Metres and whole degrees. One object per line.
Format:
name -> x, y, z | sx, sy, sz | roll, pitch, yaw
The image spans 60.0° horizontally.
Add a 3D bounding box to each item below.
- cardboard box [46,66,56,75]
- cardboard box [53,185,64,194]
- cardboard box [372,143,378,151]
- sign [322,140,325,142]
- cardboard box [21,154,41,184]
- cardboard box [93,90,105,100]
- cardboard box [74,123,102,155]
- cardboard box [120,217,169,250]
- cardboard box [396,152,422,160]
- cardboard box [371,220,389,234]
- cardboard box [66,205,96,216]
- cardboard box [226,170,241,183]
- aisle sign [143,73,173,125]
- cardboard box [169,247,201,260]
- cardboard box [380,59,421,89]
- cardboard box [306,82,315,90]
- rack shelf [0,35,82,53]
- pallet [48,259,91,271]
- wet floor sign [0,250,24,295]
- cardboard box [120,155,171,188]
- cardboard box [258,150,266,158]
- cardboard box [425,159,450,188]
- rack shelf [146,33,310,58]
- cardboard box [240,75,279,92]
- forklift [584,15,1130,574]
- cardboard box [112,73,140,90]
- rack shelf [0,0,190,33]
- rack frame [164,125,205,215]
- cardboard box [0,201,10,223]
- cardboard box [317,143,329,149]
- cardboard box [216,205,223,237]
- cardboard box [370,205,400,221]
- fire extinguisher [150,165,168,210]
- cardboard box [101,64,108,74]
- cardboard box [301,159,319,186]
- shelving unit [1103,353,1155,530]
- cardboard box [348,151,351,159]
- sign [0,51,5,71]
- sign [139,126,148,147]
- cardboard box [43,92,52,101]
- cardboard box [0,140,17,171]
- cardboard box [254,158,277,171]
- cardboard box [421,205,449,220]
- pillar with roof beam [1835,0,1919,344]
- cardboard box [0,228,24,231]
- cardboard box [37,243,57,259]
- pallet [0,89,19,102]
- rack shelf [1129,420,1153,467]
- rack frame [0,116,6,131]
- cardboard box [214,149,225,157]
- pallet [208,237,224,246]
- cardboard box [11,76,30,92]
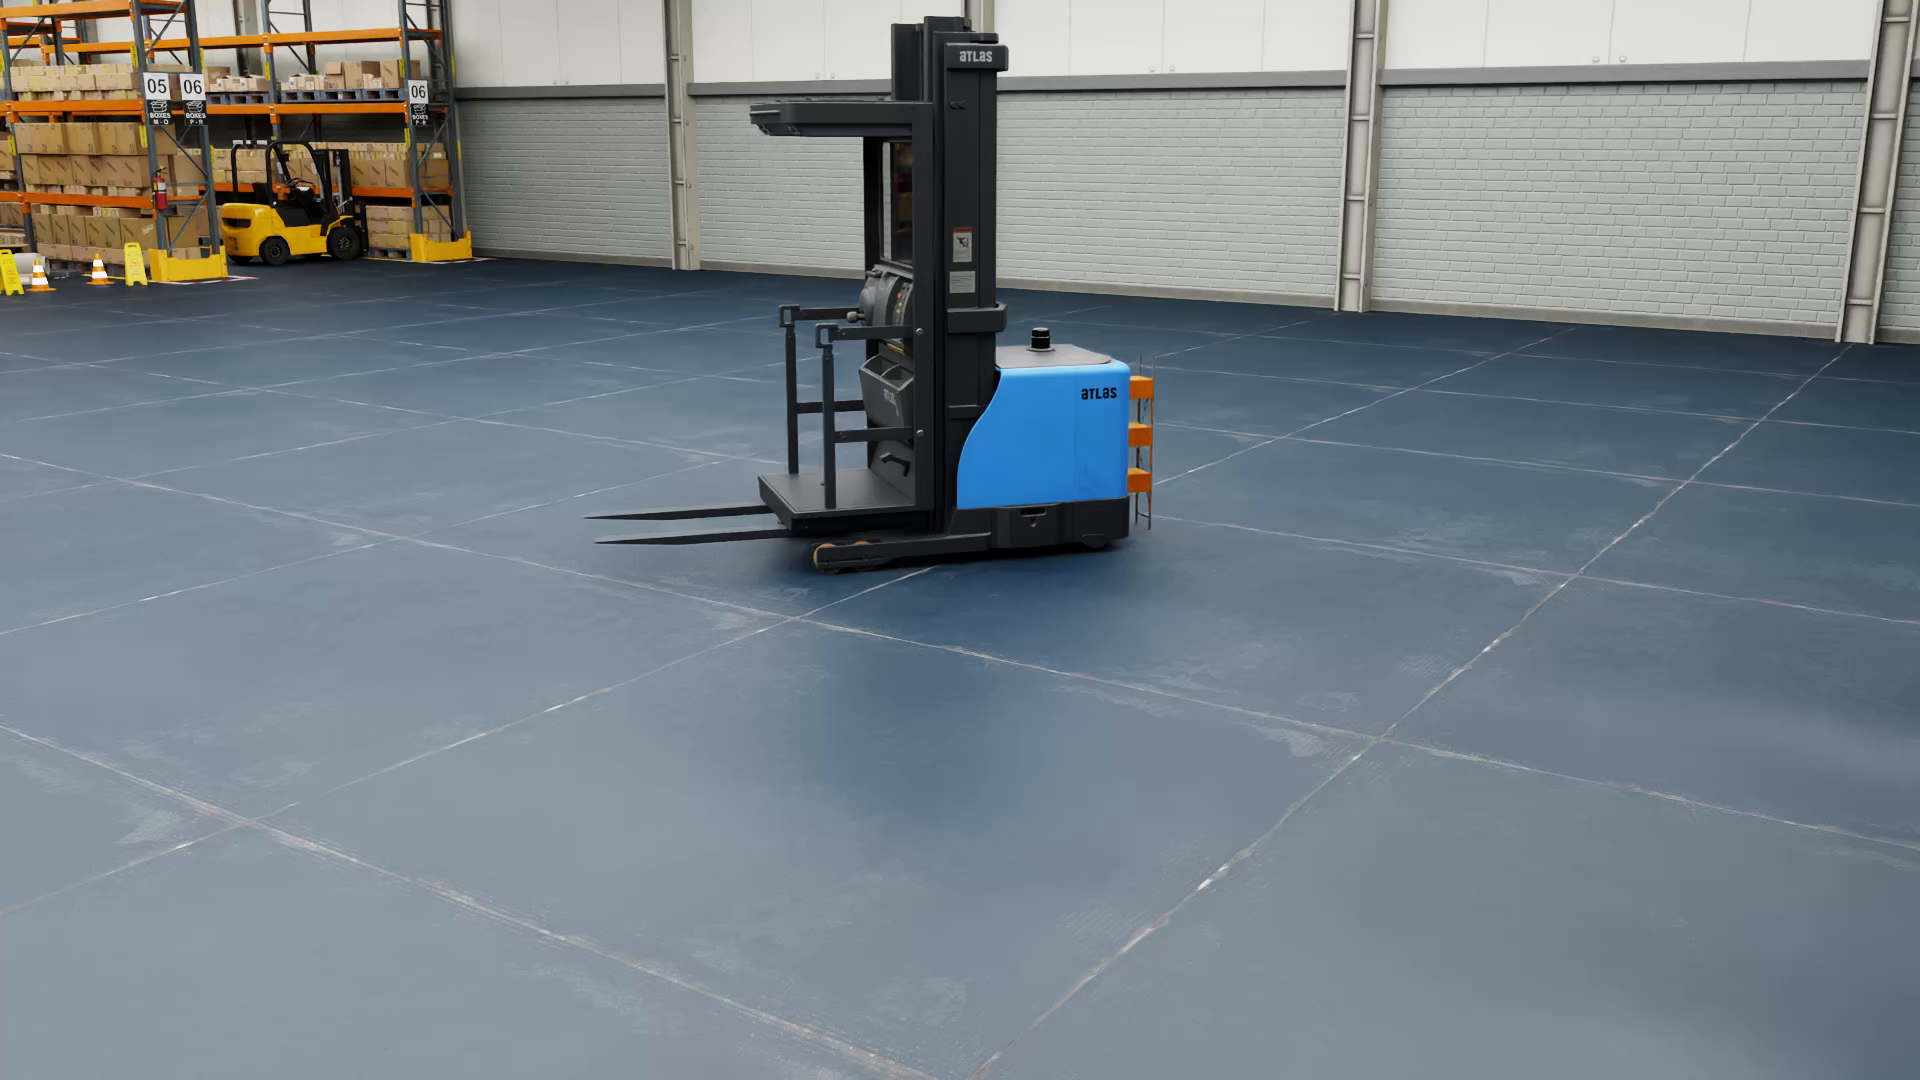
cardboard box -> -14.745, -7.695, 27.287 | 0.250, 0.149, 0.380 | 9, 16, 31
cardboard box -> -14.963, -5.890, 27.897 | 0.250, 0.149, 0.380 | 10, 17, 35
cardboard box -> -10.655, -7.284, 30.827 | 0.250, 0.149, 0.380 | 9, 17, 33
sign -> -12.632, -7.771, 33.006 | 0.005, 0.325, 0.100 | 9, 17, 33
cardboard box -> -15.498, -6.290, 28.161 | 0.500, 0.500, 0.500 | 9, 17, 33
cardboard box -> -13.673, -7.141, 26.710 | 0.250, 0.149, 0.380 | 9, 17, 32
cardboard box -> -13.830, -6.495, 26.912 | 0.500, 0.500, 0.700 | 9, 16, 32
cardboard box -> -13.199, -4.963, 26.919 | 0.500, 0.500, 0.500 | 9, 17, 33
cardboard box -> -10.065, -7.019, 30.377 | 0.250, 0.149, 0.380 | 9, 17, 34
cardboard box -> -10.610, -5.849, 31.017 | 0.500, 0.250, 0.500 | 9, 17, 32
cardboard box -> -14.646, -5.493, 27.710 | 0.250, 0.149, 0.380 | 10, 17, 36
cardboard box -> -14.320, -7.283, 33.314 | 0.500, 0.250, 0.500 | 9, 17, 33
aisle sign -> -12.499, -6.871, 25.925 | 0.004, 0.787, 0.394 | 9, 17, 33
cardboard box -> -12.903, -4.707, 27.445 | 0.500, 0.250, 0.500 | 9, 17, 32
cardboard box -> -10.124, -8.433, 30.114 | 0.500, 0.500, 0.500 | 10, 17, 35
cardboard box -> -12.100, -8.564, 31.375 | 0.250, 0.149, 0.380 | 10, 17, 34
rack shelf -> -21.238, -11.104, 37.456 | 4.000, 0.370, 1.077 | 9, 17, 33
pallet -> -15.130, -4.775, 28.672 | 1.213, 0.211, 1.003 | 9, 17, 33
wet floor sign -> -13.938, -3.922, 24.325 | 0.232, 0.644, 0.267 | 6, 15, 23
cardboard box -> -12.992, -5.886, 26.529 | 0.500, 0.500, 0.500 | 9, 16, 32
cardboard box -> -13.572, -7.597, 32.714 | 0.250, 0.149, 0.380 | 9, 16, 32
cardboard box -> -9.877, -6.835, 30.985 | 0.500, 0.500, 0.500 | 10, 17, 35
rack shelf -> -14.600, -9.838, 33.169 | 4.000, 0.370, 1.077 | 9, 17, 33
cardboard box -> -13.677, -8.915, 32.456 | 0.500, 0.311, 0.500 | 9, 16, 31
forklift -> -0.597, -1.378, 9.292 | 3.031, 2.935, 1.130 | -4, 15, -17
cardboard box -> -12.963, -7.217, 26.187 | 0.500, 0.250, 0.500 | 9, 16, 32
rack shelf -> -14.048, -8.504, 26.954 | 4.000, 0.370, 1.077 | 9, 17, 33
rack frame -> -16.259, -7.738, 34.839 | 0.127, 3.000, 1.000 | 9, 17, 33
cardboard box -> -22.443, -7.702, 39.015 | 0.637, 0.503, 0.797 | 8, 16, 31
cardboard box -> -11.971, -7.473, 31.594 | 0.250, 0.149, 0.380 | 9, 16, 32
cardboard box -> -14.644, -6.526, 34.013 | 0.625, 0.625, 0.875 | 8, 16, 31
cardboard box -> -10.604, -6.086, 30.935 | 0.500, 0.250, 0.500 | 10, 17, 34
fire extinguisher -> -12.551, -5.530, 26.081 | 0.183, 0.674, 0.296 | 9, 17, 33
cardboard box -> -13.430, -7.500, 26.497 | 0.250, 0.149, 0.380 | 9, 17, 33
cardboard box -> -12.276, -7.072, 31.941 | 0.500, 0.500, 0.500 | 10, 17, 34
shelving unit -> 0.999, -0.586, 9.981 | 0.252, 1.050, 0.215 | -4, 12, -19
cardboard box -> -11.300, -7.238, 31.260 | 0.250, 0.149, 0.380 | 9, 17, 32
sign -> -16.014, -7.998, 27.753 | 0.005, 0.325, 0.100 | 9, 17, 33
sign -> -12.715, -6.282, 25.892 | 0.005, 0.325, 0.100 | 9, 17, 33
cardboard box -> -14.947, -7.356, 27.576 | 0.250, 0.149, 0.380 | 10, 17, 34
cardboard box -> -16.219, -6.624, 28.639 | 0.500, 0.500, 0.500 | 9, 16, 32
cardboard box -> -13.490, -7.386, 32.690 | 0.500, 0.250, 0.500 | 9, 16, 32
cardboard box -> -9.914, -6.122, 31.078 | 0.500, 0.250, 0.500 | 9, 16, 32
pillar with roof beam -> 7.816, -5.773, 14.418 | 0.400, 9.000, 9.100 | 9, 17, 33
cardboard box -> -17.320, -5.398, 29.981 | 0.625, 0.372, 0.950 | 10, 17, 35
cardboard box -> -15.369, -4.947, 28.415 | 0.500, 0.250, 0.500 | 8, 16, 30
pallet -> -16.160, -7.680, 28.754 | 1.003, 0.211, 1.213 | 9, 17, 33
rack shelf -> 0.999, -0.575, 9.983 | 0.240, 0.259, 0.215 | -4, 12, -19
rack frame -> -22.898, -8.811, 39.173 | 0.127, 3.000, 1.000 | 9, 17, 33
cardboard box -> -14.813, -7.813, 33.585 | 0.250, 0.149, 0.380 | 9, 17, 33
pallet -> -14.590, -6.102, 34.035 | 1.213, 0.211, 1.003 | 9, 17, 33
cardboard box -> -15.495, -7.625, 27.835 | 0.500, 0.250, 0.500 | 9, 16, 32
